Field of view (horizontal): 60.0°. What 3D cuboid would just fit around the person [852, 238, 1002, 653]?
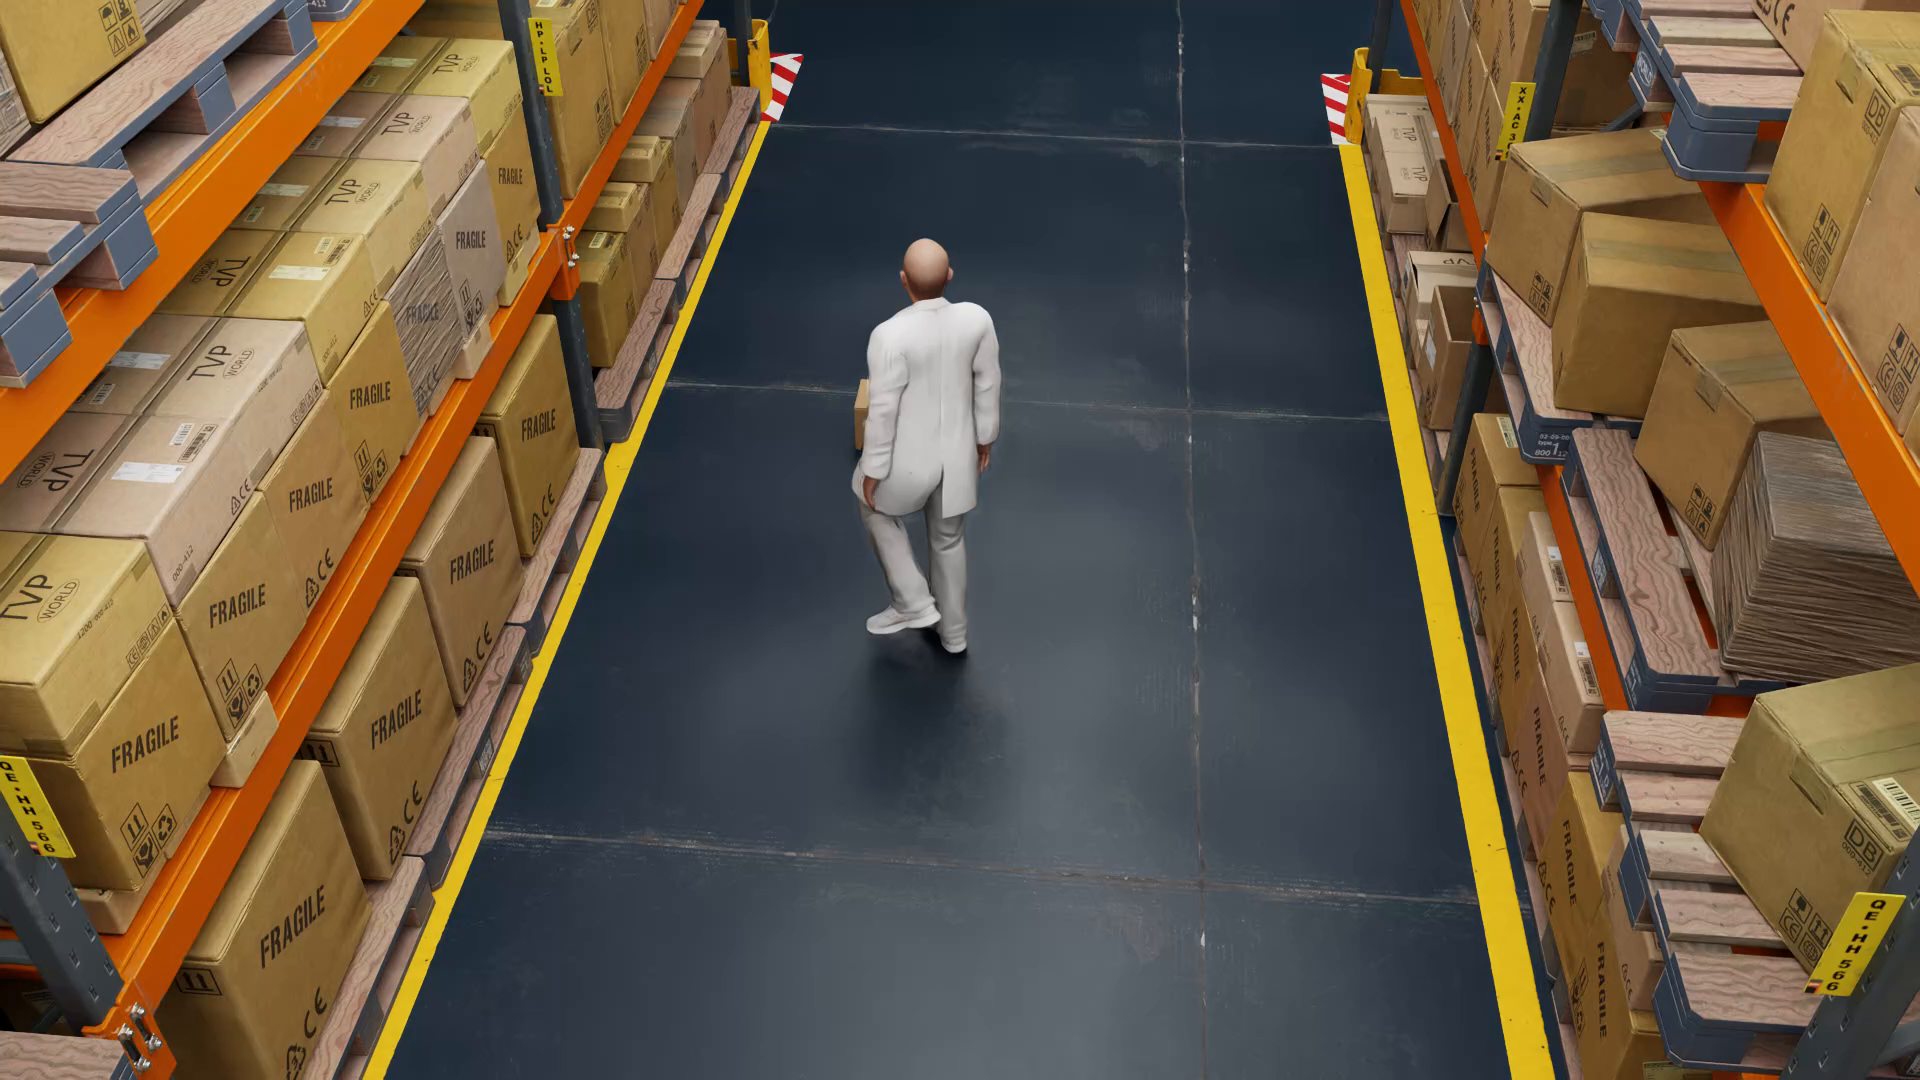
[{"bbox_3d":[-0.125,-0.343,6.560,0.635,1.768,0.521,-18,43,-20],"label":"person"}]
